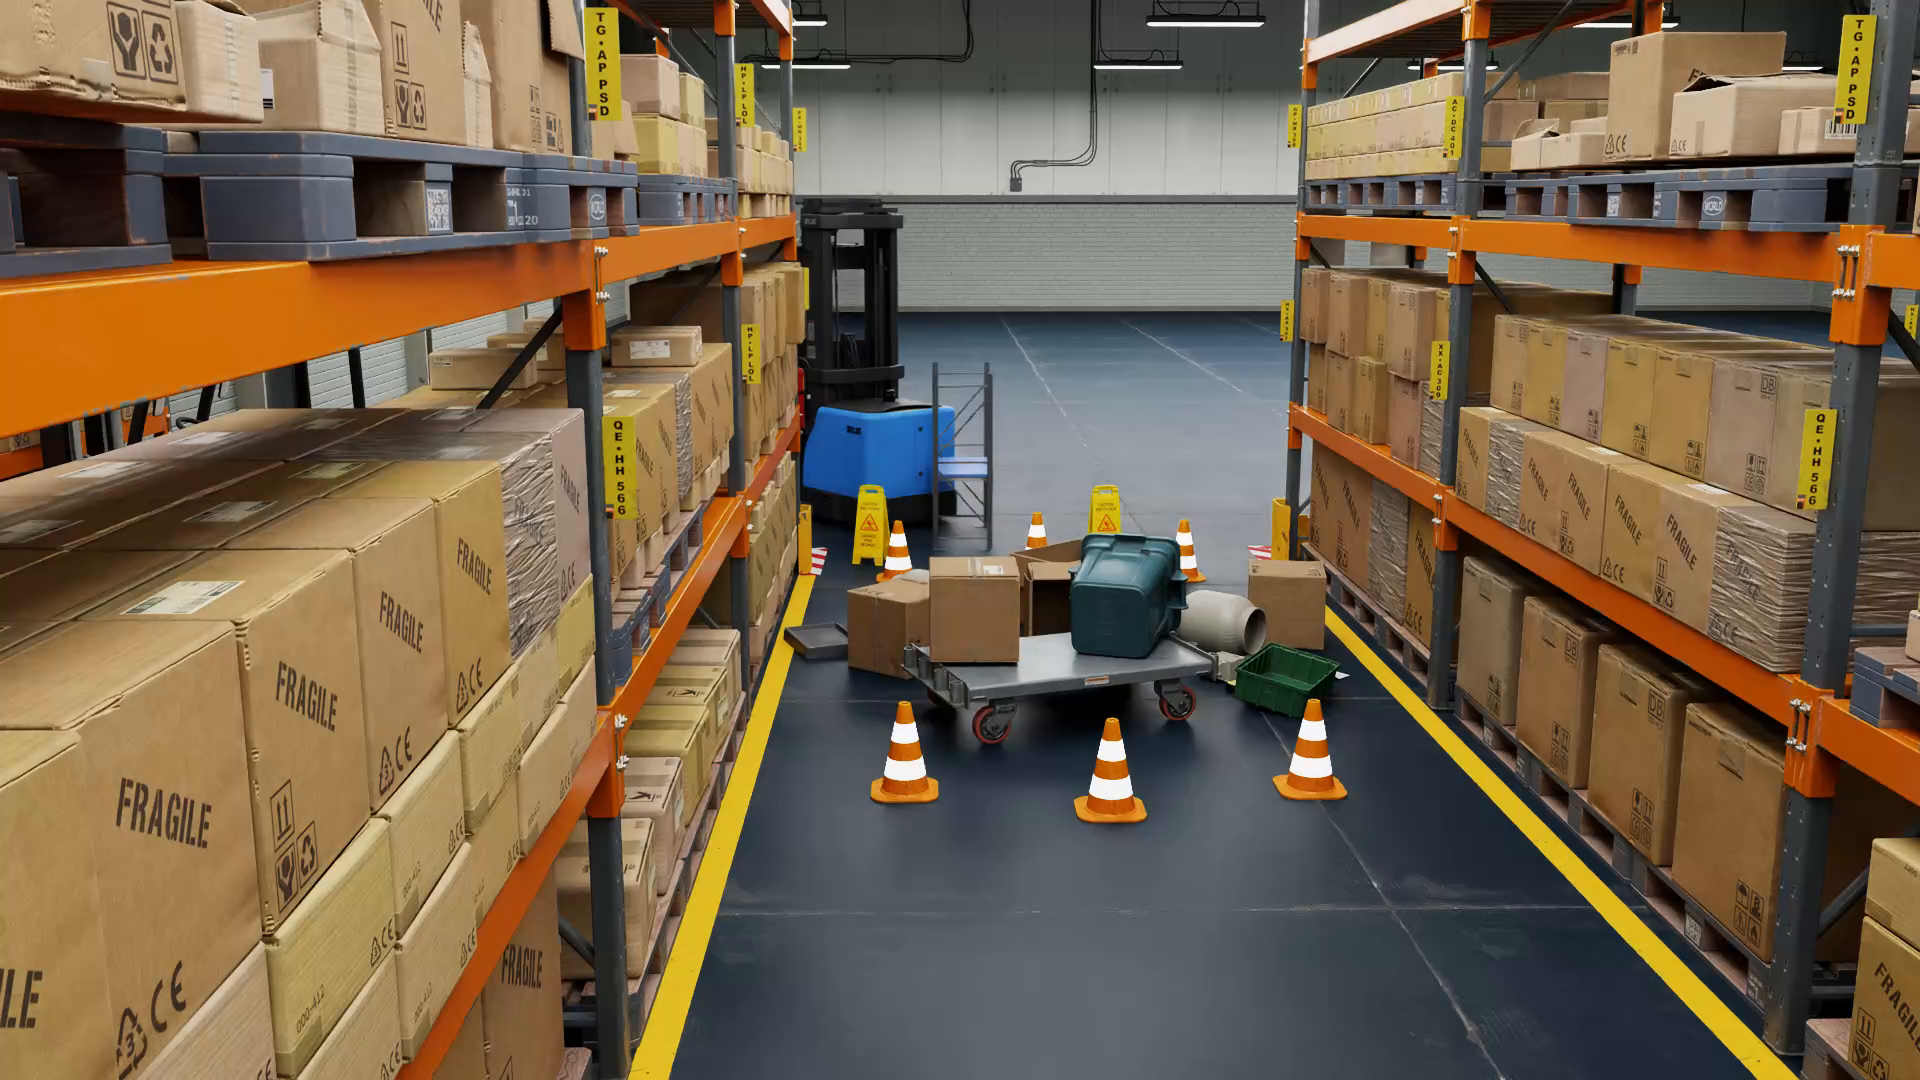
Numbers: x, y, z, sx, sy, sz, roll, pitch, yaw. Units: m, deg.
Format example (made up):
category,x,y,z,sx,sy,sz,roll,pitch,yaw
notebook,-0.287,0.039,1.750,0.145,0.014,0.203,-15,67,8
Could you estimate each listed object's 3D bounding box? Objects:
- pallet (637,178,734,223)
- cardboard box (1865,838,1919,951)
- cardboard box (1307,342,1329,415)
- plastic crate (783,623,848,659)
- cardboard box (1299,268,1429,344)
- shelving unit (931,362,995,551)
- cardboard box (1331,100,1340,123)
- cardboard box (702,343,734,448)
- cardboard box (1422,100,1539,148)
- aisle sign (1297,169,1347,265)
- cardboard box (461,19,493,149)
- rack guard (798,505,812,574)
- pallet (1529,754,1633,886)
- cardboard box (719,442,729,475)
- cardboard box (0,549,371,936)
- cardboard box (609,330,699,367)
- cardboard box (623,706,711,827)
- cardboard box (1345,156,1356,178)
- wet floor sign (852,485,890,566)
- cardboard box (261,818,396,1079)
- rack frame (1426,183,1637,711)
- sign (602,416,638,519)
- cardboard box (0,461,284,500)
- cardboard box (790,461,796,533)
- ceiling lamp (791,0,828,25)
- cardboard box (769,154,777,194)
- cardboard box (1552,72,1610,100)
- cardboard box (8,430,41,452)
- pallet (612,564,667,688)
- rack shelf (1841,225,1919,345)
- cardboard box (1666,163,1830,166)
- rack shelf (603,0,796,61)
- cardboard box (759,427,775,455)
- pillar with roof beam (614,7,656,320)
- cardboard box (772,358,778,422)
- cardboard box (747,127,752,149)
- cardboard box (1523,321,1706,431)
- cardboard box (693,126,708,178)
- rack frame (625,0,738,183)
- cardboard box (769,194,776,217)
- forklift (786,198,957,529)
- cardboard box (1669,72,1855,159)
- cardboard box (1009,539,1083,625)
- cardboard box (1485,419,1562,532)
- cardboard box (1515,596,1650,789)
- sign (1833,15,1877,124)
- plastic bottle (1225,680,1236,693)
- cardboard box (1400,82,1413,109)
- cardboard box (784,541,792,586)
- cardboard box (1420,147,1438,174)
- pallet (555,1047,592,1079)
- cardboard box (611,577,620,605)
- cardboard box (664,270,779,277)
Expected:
category,x,y,z,sx,sy,sz,roll,pitch,yaw
pallet,-1.796,-1.705,8.346,1.213,0.211,1.003,0,11,-1
cardboard box,3.099,1.095,4.964,0.500,0.250,0.500,-1,11,-4
cardboard box,3.215,-1.285,12.973,0.875,0.550,0.550,0,11,-1
plastic crate,-0.915,0.666,11.077,0.402,0.080,0.583,-4,12,-21
cardboard box,3.131,-1.814,12.864,0.875,0.550,0.550,0,11,-1
shelving unit,0.017,-0.747,14.469,0.538,1.500,1.048,0,11,-1
cardboard box,2.865,-3.059,11.869,0.380,0.149,0.250,0,11,-1
cardboard box,-1.463,-0.760,8.703,0.500,0.500,0.500,0,11,-2
cardboard box,2.978,-2.384,9.544,0.500,0.250,0.500,0,11,-2
aisle sign,2.860,-2.572,13.156,0.394,0.787,0.004,0,11,-1
cardboard box,-1.241,-0.992,3.644,0.396,0.266,0.258,-1,11,-3
rack guard,-1.784,-0.005,13.326,1.175,0.500,0.348,0,11,-1
pallet,3.364,1.273,7.756,1.003,0.211,1.213,0,11,-1
cardboard box,-1.416,-0.431,8.717,0.380,0.149,0.250,0,11,0
cardboard box,-1.305,0.312,2.711,0.500,0.500,0.500,-1,11,-3
cardboard box,-1.411,-0.886,7.695,0.380,0.149,0.250,-1,11,-4
cardboard box,-1.655,1.018,7.552,0.950,0.372,0.625,0,11,1
cardboard box,2.874,-2.567,11.447,0.380,0.149,0.250,0,11,-2
wet floor sign,-0.719,-0.133,13.593,0.267,0.644,0.232,4,12,18
cardboard box,-1.287,0.676,2.801,0.500,0.250,0.500,0,11,0
rack frame,3.244,-0.490,9.431,1.000,3.000,0.127,0,11,-1
sign,-1.065,-0.225,5.212,0.100,0.325,0.005,0,11,-1
cardboard box,-1.839,0.107,3.722,0.500,0.500,0.500,0,11,0
cardboard box,-1.508,-0.313,12.529,0.500,0.500,0.500,0,11,-1
ceiling lamp,-3.238,-10.287,27.949,2.000,3.185,0.800,0,11,-1
cardboard box,-1.468,-2.383,10.847,0.500,0.250,0.500,0,11,-1
cardboard box,3.577,-2.557,9.391,0.380,0.149,0.250,0,11,-1
cardboard box,-6.441,-0.871,11.058,0.500,0.500,0.500,0,11,-1
pallet,-1.741,0.298,6.028,1.213,0.211,1.003,0,11,-1
rack shelf,3.368,-0.415,3.326,1.077,0.370,4.000,0,11,-1
cardboard box,3.501,-1.824,7.377,0.500,0.311,0.500,-1,11,-3
rack shelf,-1.744,-3.433,10.667,1.077,0.370,4.000,0,11,-1
cardboard box,-1.405,-0.645,10.826,0.380,0.149,0.250,0,11,-1
pillar with roof beam,-3.950,-10.003,41.232,9.100,9.000,0.548,0,11,-1
cardboard box,-1.494,-1.033,11.108,0.500,0.500,0.500,0,11,0
cardboard box,-1.414,-2.356,9.708,0.380,0.149,0.250,-1,11,-3
cardboard box,3.273,-0.828,8.332,0.700,0.500,0.500,0,11,-2
cardboard box,-1.546,-1.937,8.338,0.500,0.250,0.500,0,11,-2
rack frame,-1.702,-3.390,8.636,1.000,3.000,0.127,0,11,-1
cardboard box,-1.422,-2.217,11.030,0.380,0.149,0.250,0,11,-2
forklift,-1.341,-1.770,15.911,1.130,2.935,3.031,-9,15,-38
cardboard box,3.005,-1.583,6.189,0.500,0.311,0.500,0,11,-1
cardboard box,0.782,0.317,11.730,0.797,0.503,0.637,-10,15,-40
cardboard box,2.997,-0.333,8.406,0.500,0.500,0.500,0,11,-1
cardboard box,3.363,0.721,8.062,1.050,0.750,0.750,0,11,-1
sign,2.772,-1.457,5.151,0.100,0.325,0.005,0,11,-1
plastic bottle,1.730,0.901,9.964,0.133,0.061,0.283,-7,13,-30
cardboard box,2.904,-2.704,10.118,0.380,0.149,0.250,0,11,0
cardboard box,-1.497,0.159,12.089,0.500,0.250,0.500,0,11,-1
cardboard box,2.912,-2.213,9.704,0.380,0.149,0.250,0,11,0
pallet,-1.679,1.869,4.816,1.003,0.211,1.213,0,11,-1
cardboard box,-1.413,0.141,5.896,0.380,0.149,0.250,-1,12,-5
cardboard box,-1.568,-1.528,11.031,0.700,0.500,0.500,0,11,-2
